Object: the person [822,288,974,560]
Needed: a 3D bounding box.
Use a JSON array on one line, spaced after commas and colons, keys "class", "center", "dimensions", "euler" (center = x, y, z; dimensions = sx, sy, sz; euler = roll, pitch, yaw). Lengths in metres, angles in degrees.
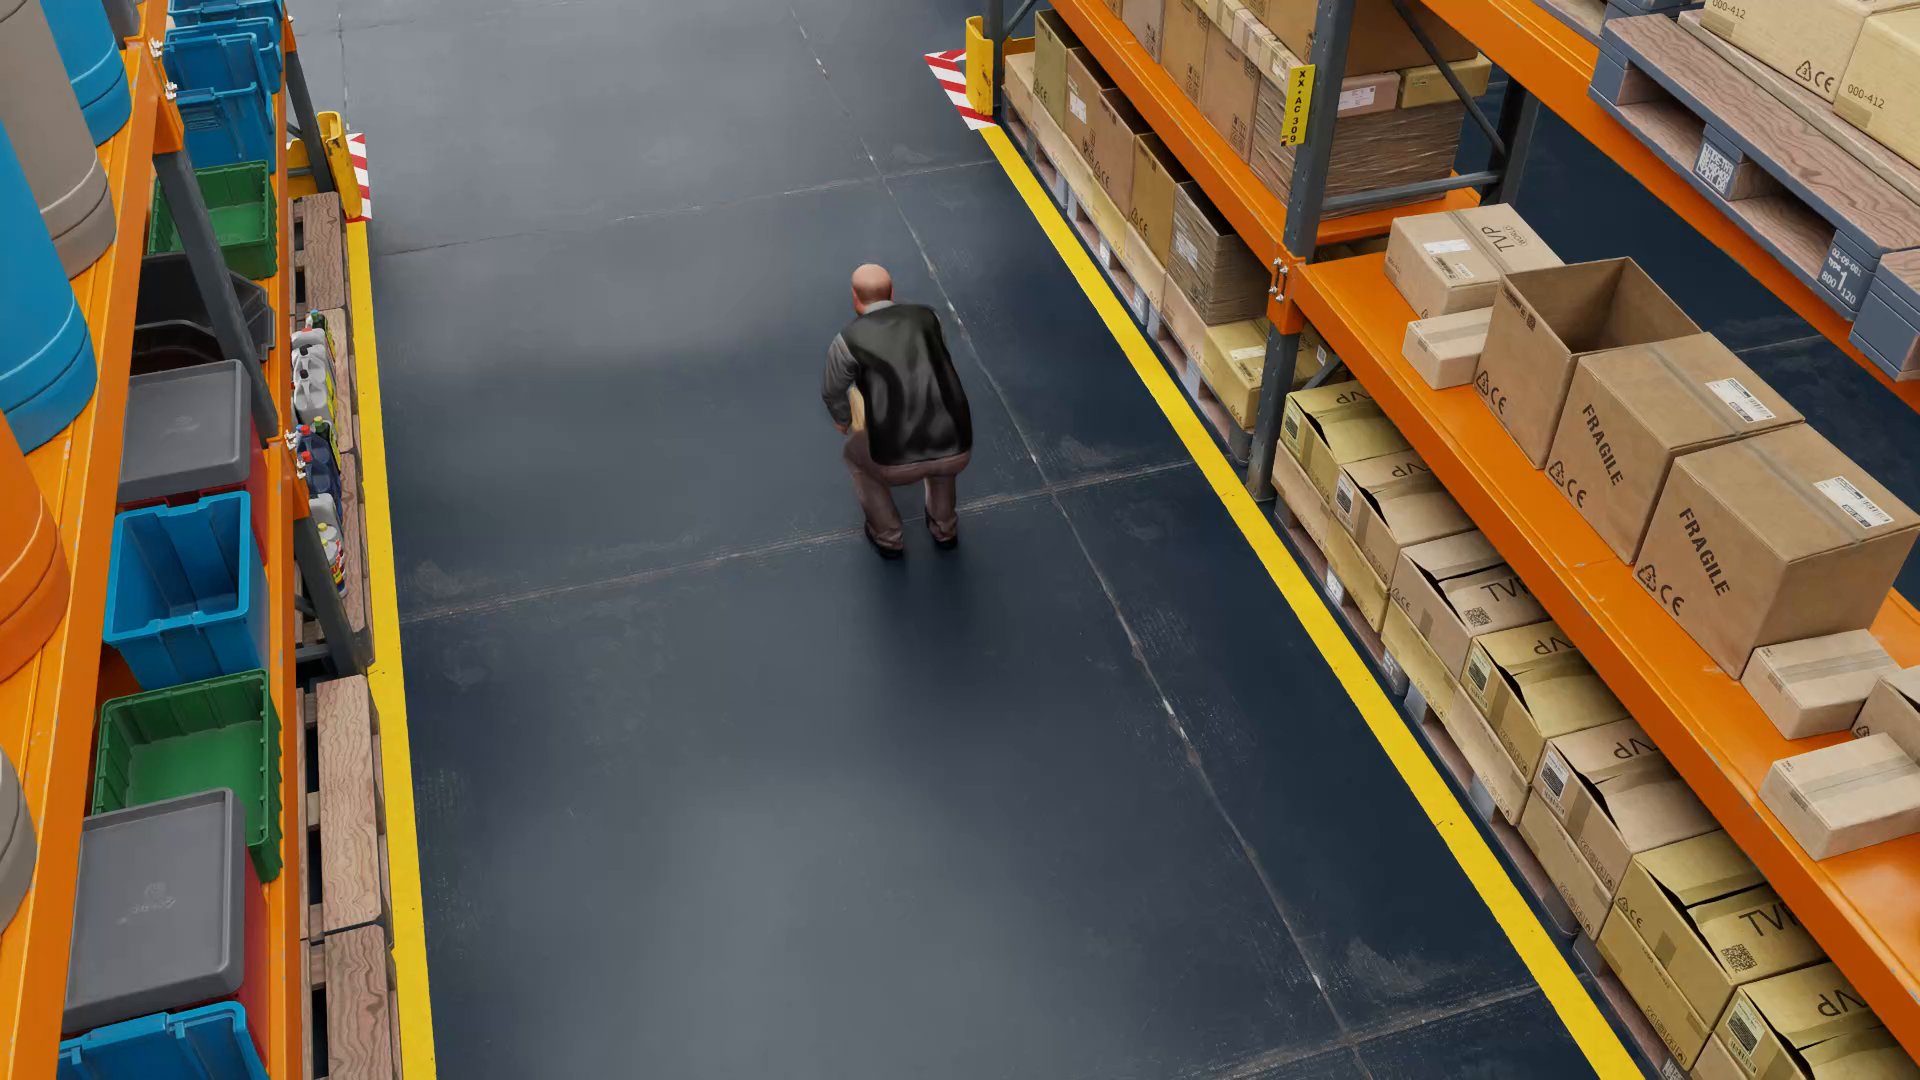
[{"class": "person", "center": [-0.277, -0.467, 7.195], "dimensions": [0.552, 1.062, 0.837], "euler": [-12, 43, -13]}]
